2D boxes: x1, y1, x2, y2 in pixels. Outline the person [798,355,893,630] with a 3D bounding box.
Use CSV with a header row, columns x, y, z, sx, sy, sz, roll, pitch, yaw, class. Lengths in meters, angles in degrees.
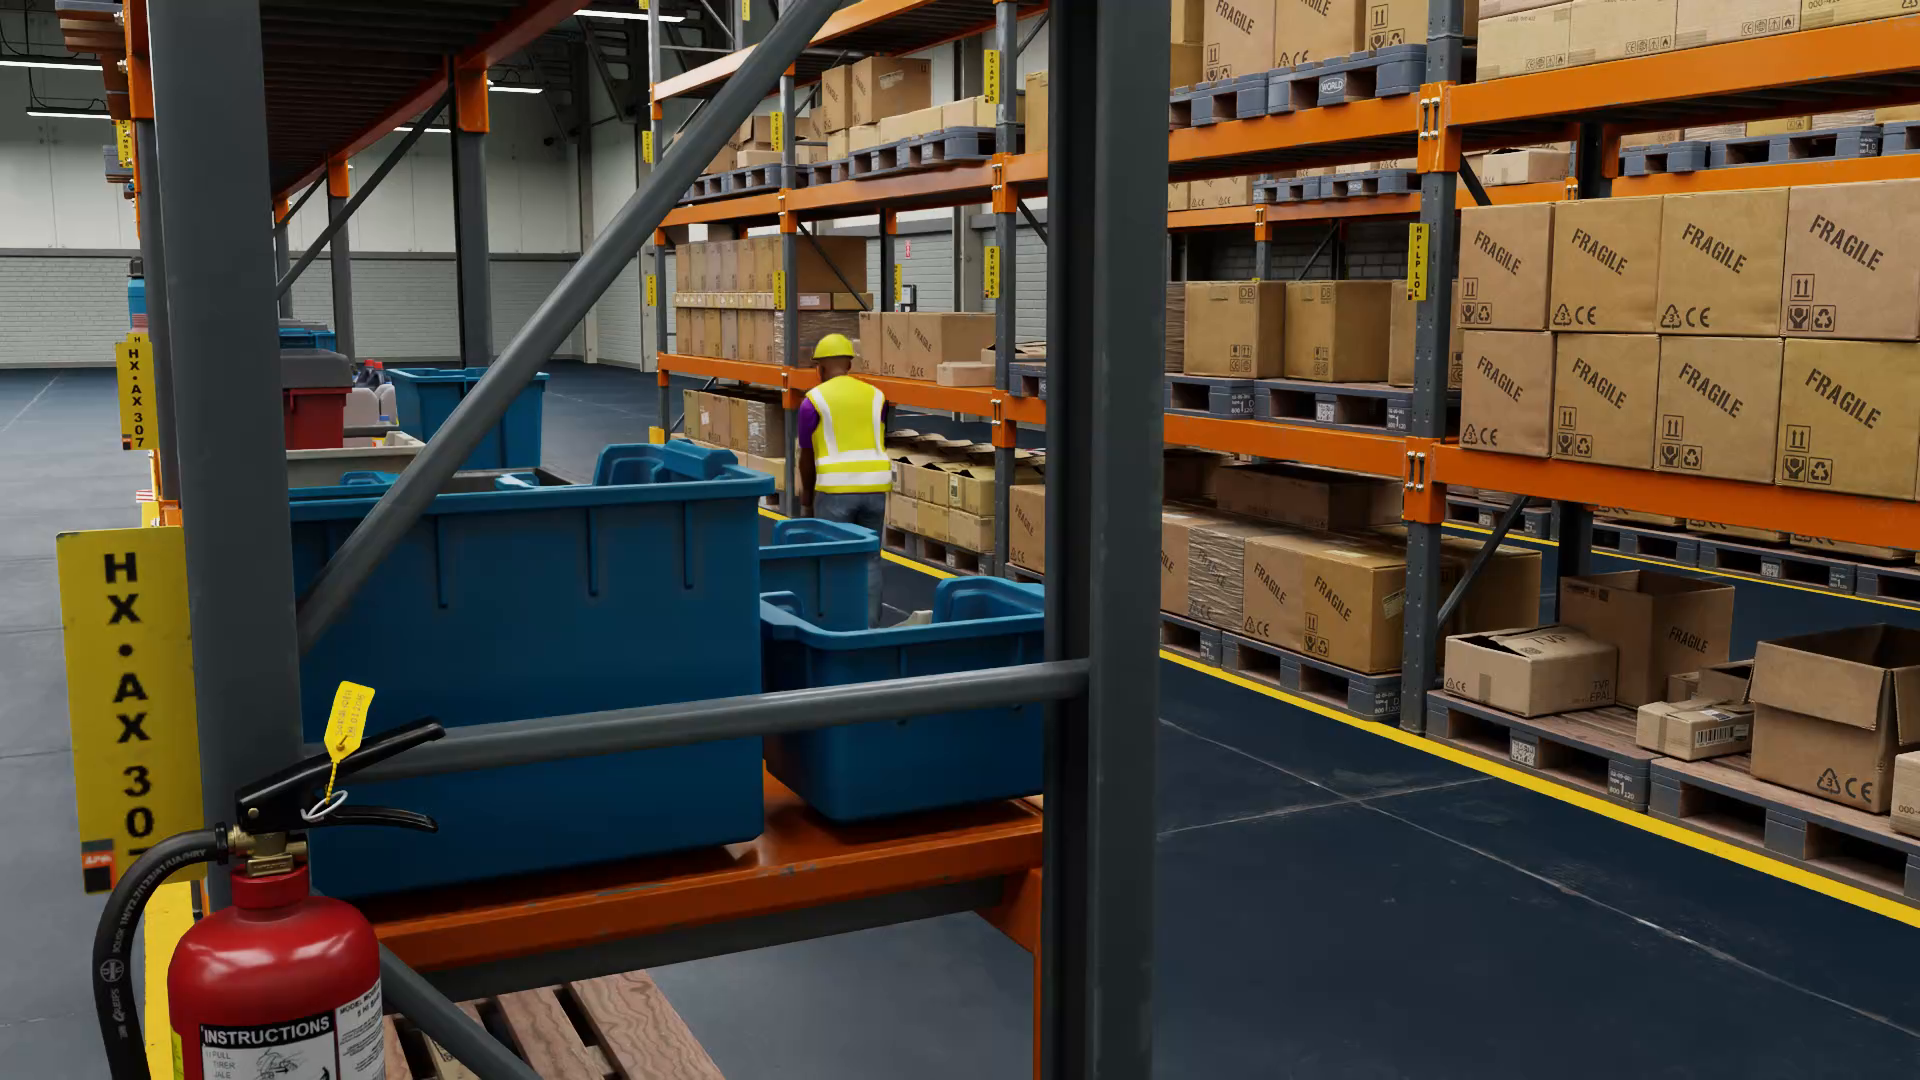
x,y,z,sx,sy,sz,roll,pitch,yaw,class
-0.651,-0.243,9.125,0.501,1.697,0.598,-4,9,-27,person
